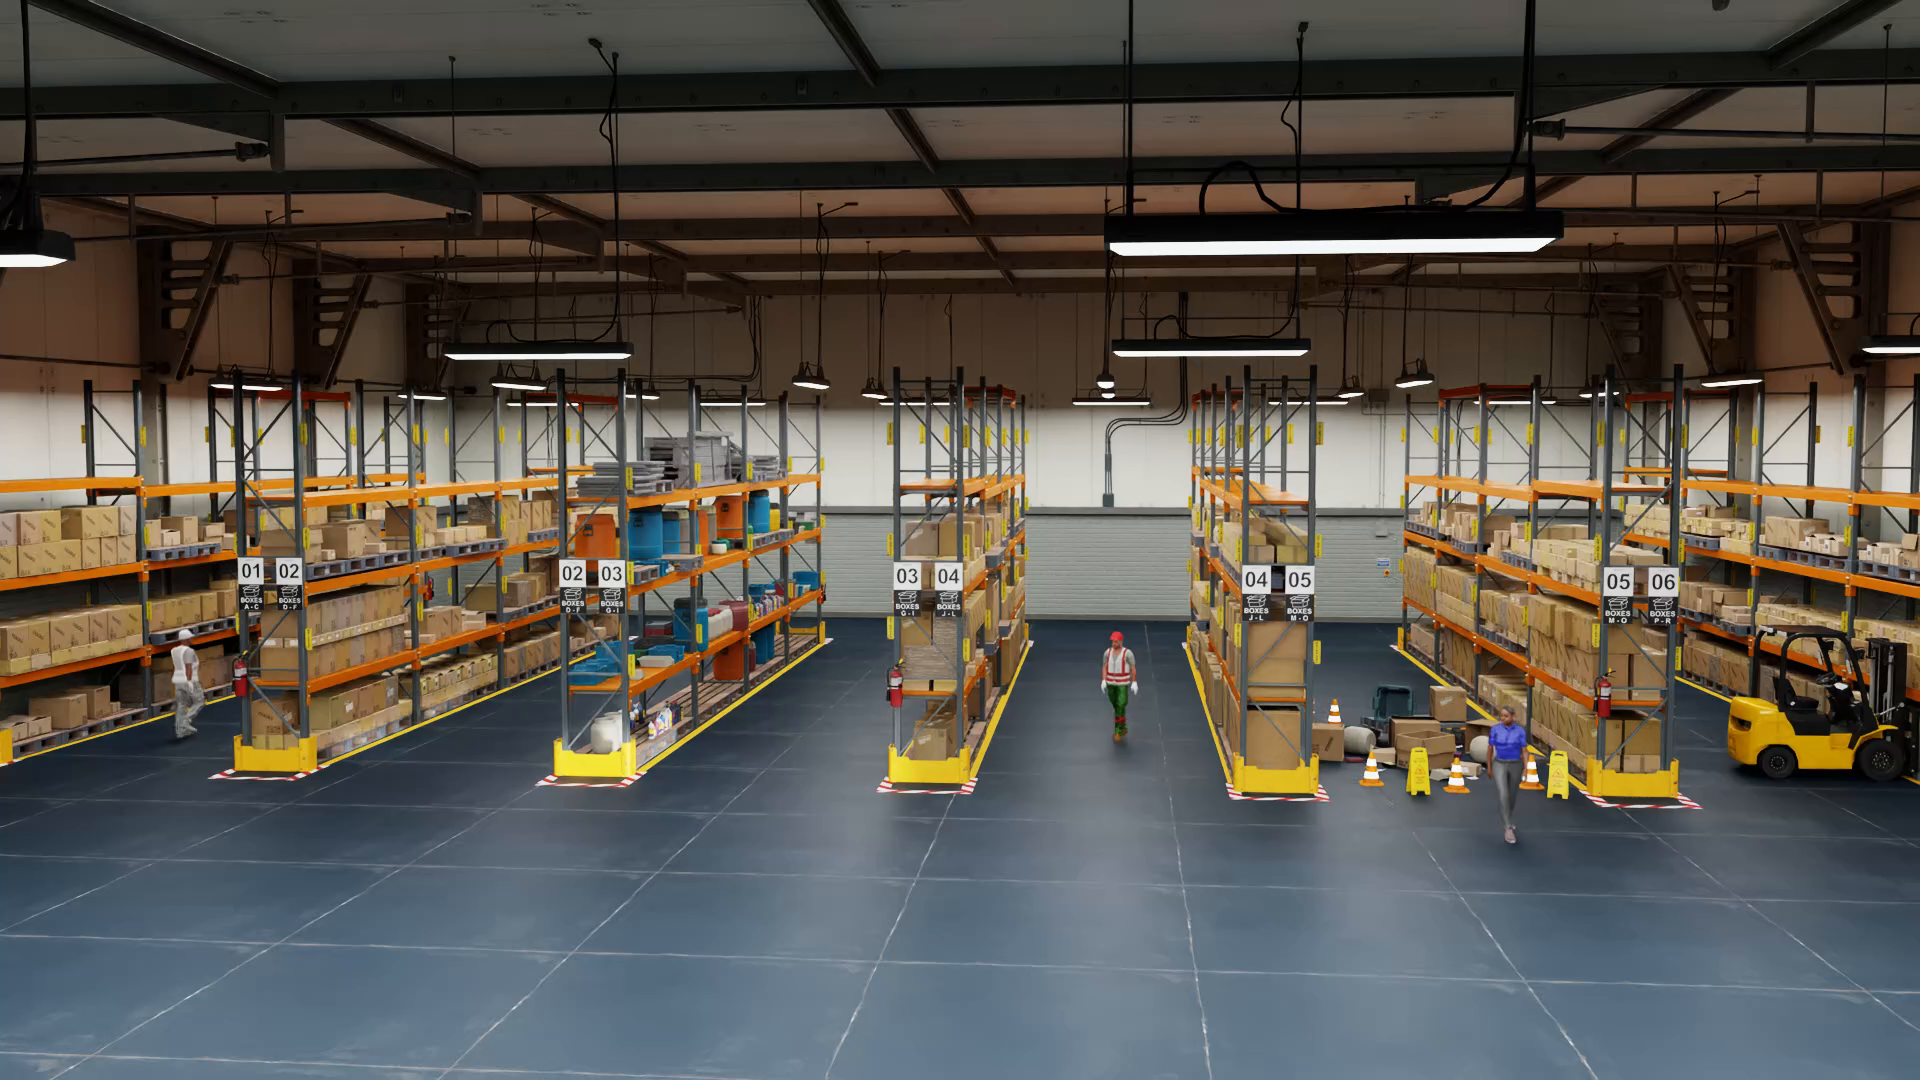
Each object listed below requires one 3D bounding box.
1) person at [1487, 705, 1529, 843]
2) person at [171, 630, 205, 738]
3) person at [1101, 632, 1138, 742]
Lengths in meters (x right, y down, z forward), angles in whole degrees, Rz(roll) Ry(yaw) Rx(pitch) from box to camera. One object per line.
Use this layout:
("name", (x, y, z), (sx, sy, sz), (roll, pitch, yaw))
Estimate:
("person", (6.868, 2.883, 20.824), (0.472, 1.644, 0.849), (0, 4, 6))
("person", (-12.928, 2.384, 27.712), (0.585, 1.772, 0.495), (1, 4, 18))
("person", (2.586, 2.391, 27.482), (0.578, 1.746, 0.877), (2, 4, 34))
